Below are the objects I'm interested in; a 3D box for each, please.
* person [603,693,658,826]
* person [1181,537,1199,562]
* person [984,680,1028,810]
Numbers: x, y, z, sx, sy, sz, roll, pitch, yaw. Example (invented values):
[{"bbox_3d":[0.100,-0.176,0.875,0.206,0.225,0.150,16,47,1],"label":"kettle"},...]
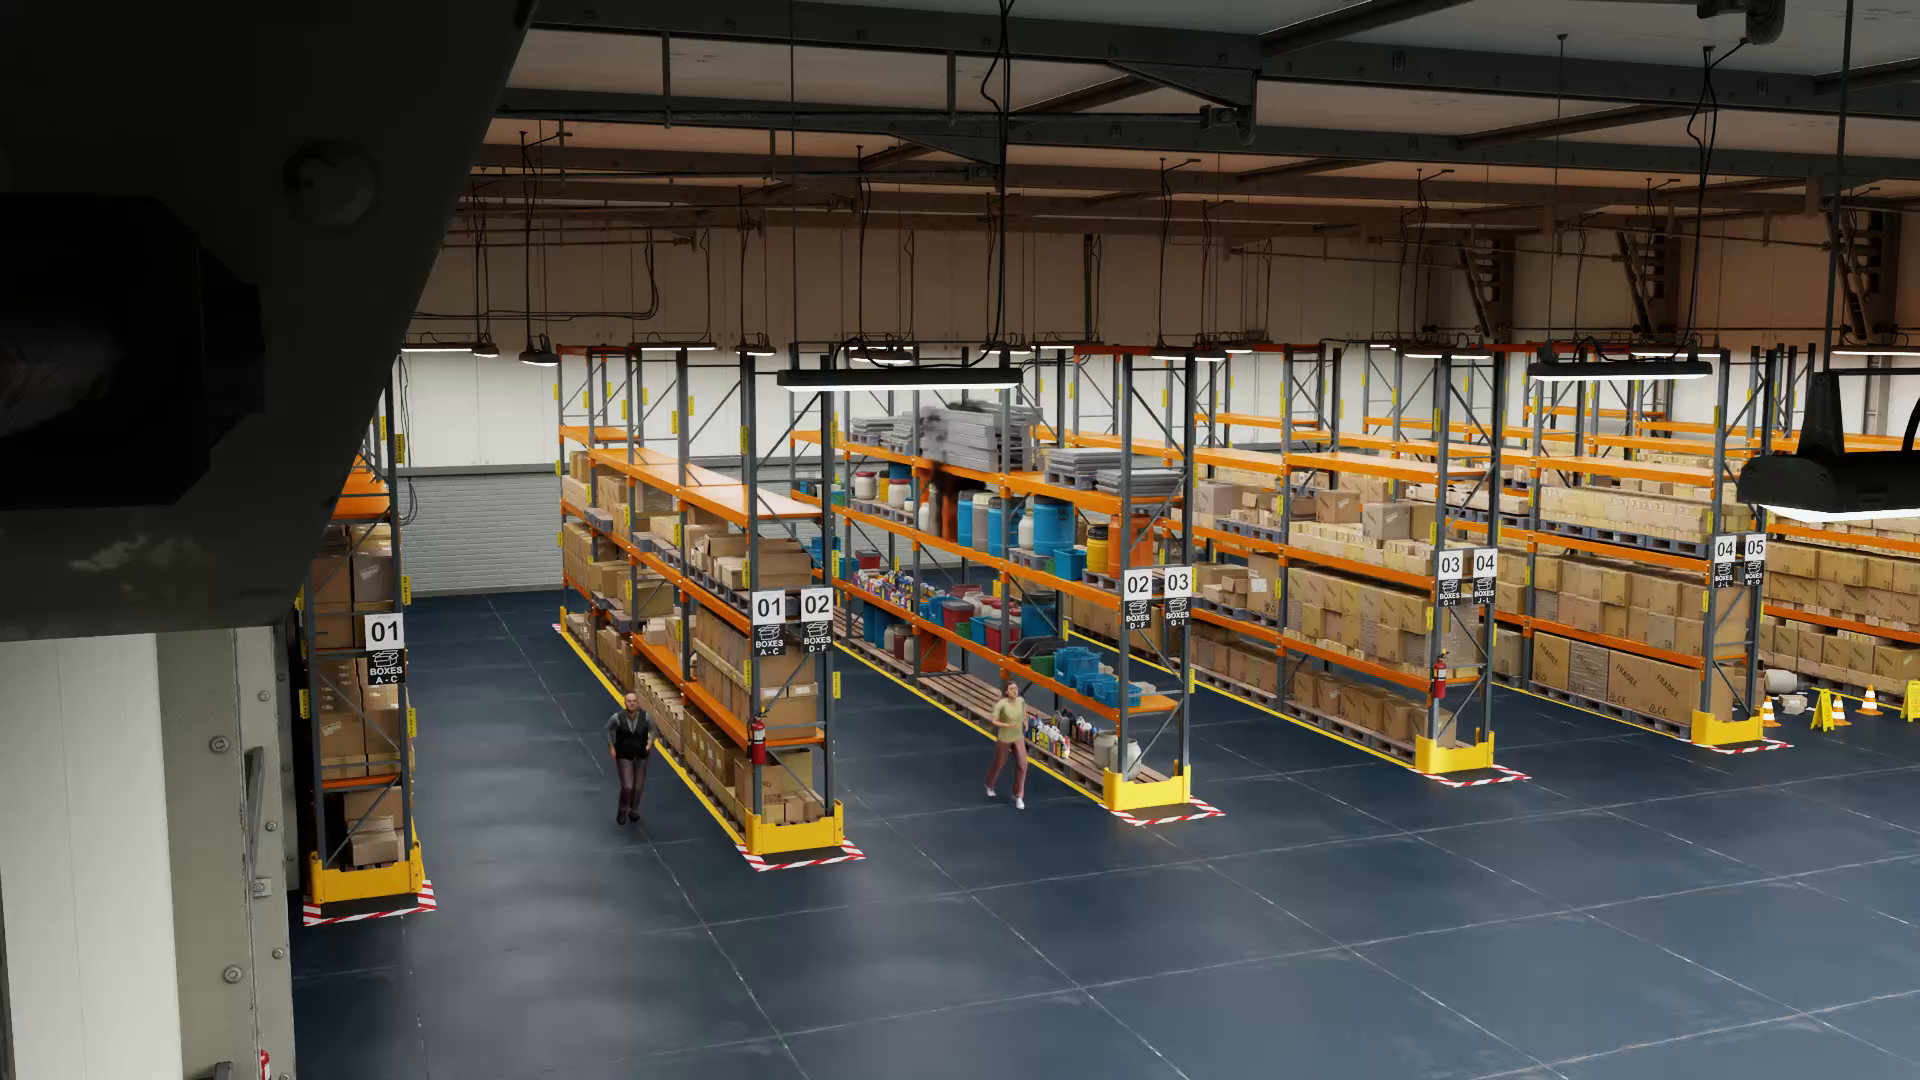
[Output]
[{"bbox_3d":[-4.166,2.799,21.212,0.661,1.706,0.677,-3,8,-23],"label":"person"},{"bbox_3d":[5.856,0.230,41.649,0.711,1.674,0.656,0,7,-1],"label":"person"},{"bbox_3d":[0.657,2.690,22.244,0.595,1.707,0.839,-3,8,-22],"label":"person"}]
